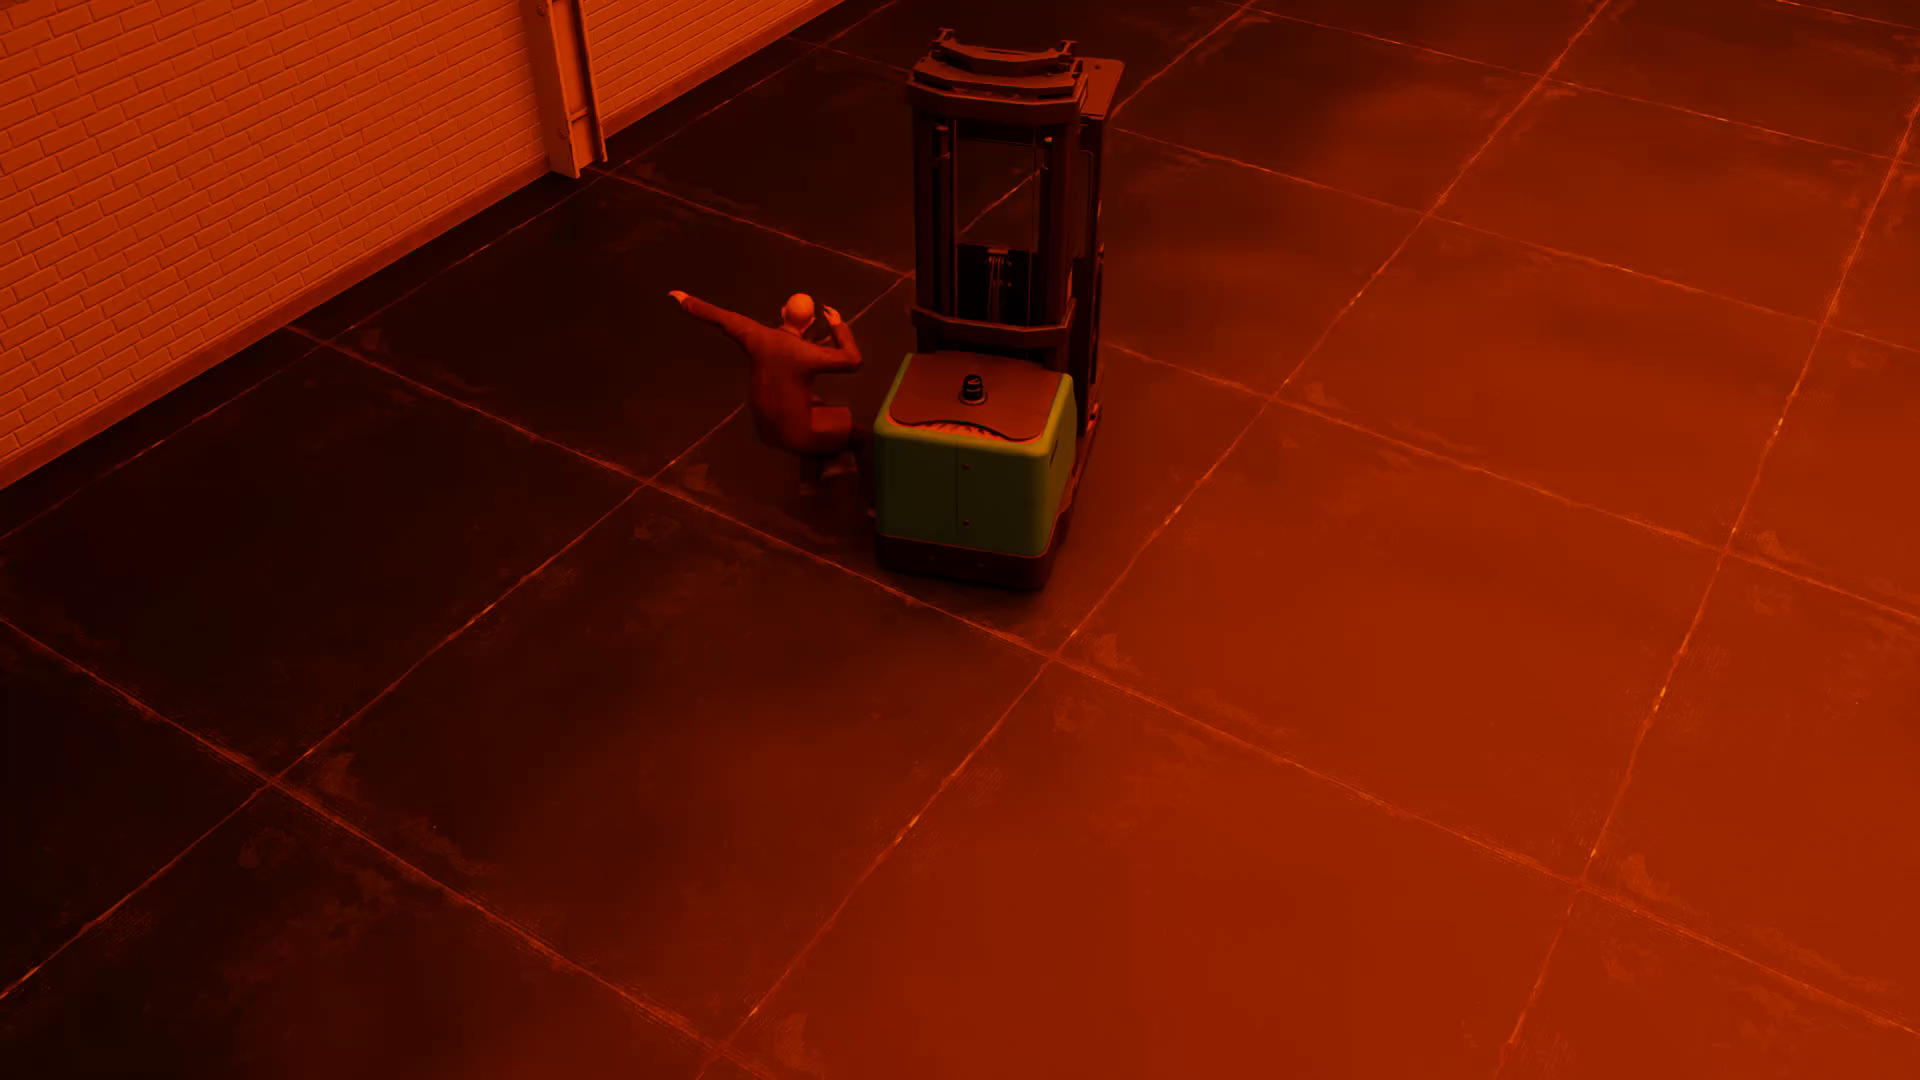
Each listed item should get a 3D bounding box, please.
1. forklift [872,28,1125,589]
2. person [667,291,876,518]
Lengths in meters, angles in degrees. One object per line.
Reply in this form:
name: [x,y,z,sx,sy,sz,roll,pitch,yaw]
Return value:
forklift: [0.330,-1.793,10.083,1.130,2.935,3.031,9,41,10]
person: [-1.025,-0.889,10.176,1.643,1.461,0.785,18,44,20]
